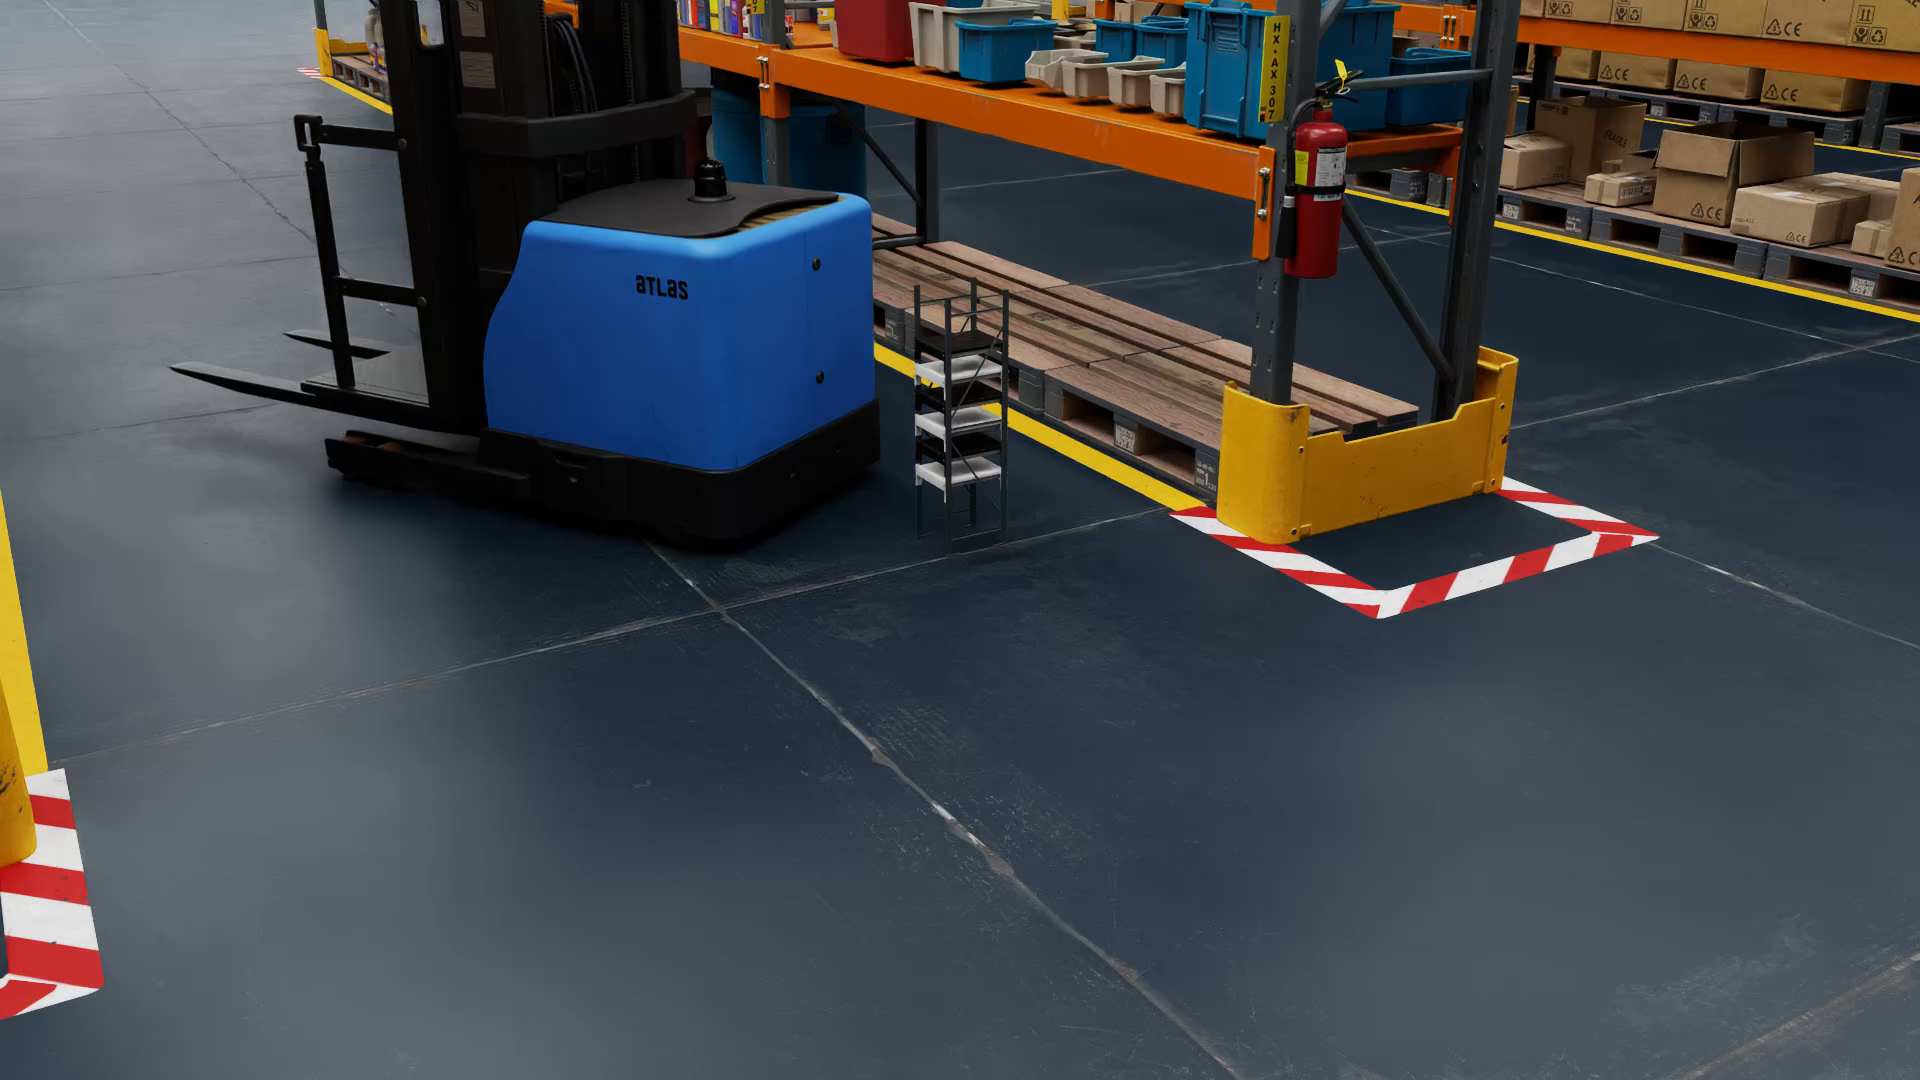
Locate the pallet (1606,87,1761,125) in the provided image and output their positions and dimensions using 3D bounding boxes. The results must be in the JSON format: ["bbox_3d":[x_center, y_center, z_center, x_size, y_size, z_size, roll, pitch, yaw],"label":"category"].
[{"bbox_3d":[6.855,-4.075,15.557,1.003,0.211,1.213,-13,25,-28],"label":"pallet"}]

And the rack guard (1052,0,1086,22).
[{"bbox_3d":[1.850,-7.438,23.448,1.175,0.500,0.348,-13,25,-28],"label":"rack guard"}]

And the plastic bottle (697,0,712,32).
[{"bbox_3d":[-1.422,-3.102,9.526,0.144,0.351,0.185,-13,25,-28],"label":"plastic bottle"}]

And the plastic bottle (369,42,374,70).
[{"bbox_3d":[-6.048,-5.008,17.189,0.097,0.271,0.097,0,22,0],"label":"plastic bottle"}]

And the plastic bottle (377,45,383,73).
[{"bbox_3d":[-5.873,-4.897,16.916,0.097,0.271,0.097,0,22,0],"label":"plastic bottle"}]

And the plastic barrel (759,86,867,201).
[{"bbox_3d":[-0.840,-2.233,9.550,0.600,0.901,0.708,-13,25,-28],"label":"plastic barrel"}]

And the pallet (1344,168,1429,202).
[{"bbox_3d":[3.236,-2.747,12.289,1.003,0.211,1.213,-13,25,-28],"label":"pallet"}]

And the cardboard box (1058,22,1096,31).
[{"bbox_3d":[1.092,-4.818,16.030,0.500,0.311,0.500,-13,26,-30],"label":"cardboard box"}]

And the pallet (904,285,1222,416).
[{"bbox_3d":[0.460,-0.913,7.778,1.003,0.211,1.213,-13,25,-28],"label":"pallet"}]

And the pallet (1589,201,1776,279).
[{"bbox_3d":[4.661,-1.873,10.139,1.003,0.211,1.213,-13,25,-28],"label":"pallet"}]

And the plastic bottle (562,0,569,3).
[{"bbox_3d":[-2.676,-3.866,11.504,0.152,0.276,0.135,-13,25,-28],"label":"plastic bottle"}]

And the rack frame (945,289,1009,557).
[{"bbox_3d":[0.056,-0.381,5.555,0.240,0.900,0.006,-13,25,-28],"label":"rack frame"}]

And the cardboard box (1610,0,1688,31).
[{"bbox_3d":[4.228,-3.284,9.774,0.500,0.500,0.500,-13,25,-29],"label":"cardboard box"}]

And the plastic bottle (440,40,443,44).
[{"bbox_3d":[-5.377,-5.043,17.258,0.061,0.283,0.133,-13,25,-28],"label":"plastic bottle"}]

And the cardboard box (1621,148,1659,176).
[{"bbox_3d":[4.602,-2.368,10.640,0.500,0.311,0.500,-13,25,-28],"label":"cardboard box"}]

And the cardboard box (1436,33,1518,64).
[{"bbox_3d":[5.485,-5.300,17.603,0.700,0.500,0.500,-12,25,-27],"label":"cardboard box"}]

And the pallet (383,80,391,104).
[{"bbox_3d":[-4.970,-4.354,16.243,1.003,0.211,1.213,-13,25,-28],"label":"pallet"}]

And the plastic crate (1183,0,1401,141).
[{"bbox_3d":[1.135,-1.653,5.767,0.616,0.435,0.499,-13,25,-28],"label":"plastic crate"}]

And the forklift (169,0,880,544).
[{"bbox_3d":[-1.851,-1.723,6.158,3.031,2.935,1.130,11,25,26],"label":"forklift"}]

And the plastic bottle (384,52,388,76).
[{"bbox_3d":[-5.718,-4.799,16.675,0.097,0.271,0.097,0,22,0],"label":"plastic bottle"}]

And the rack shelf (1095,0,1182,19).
[{"bbox_3d":[0.619,-5.391,16.047,1.077,0.370,4.000,-13,25,-28],"label":"rack shelf"}]

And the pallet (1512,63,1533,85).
[{"bbox_3d":[5.500,-4.993,17.814,1.003,0.211,1.213,-13,25,-28],"label":"pallet"}]

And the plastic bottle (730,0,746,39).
[{"bbox_3d":[-1.213,-2.908,9.138,0.061,0.283,0.133,-13,25,-28],"label":"plastic bottle"}]

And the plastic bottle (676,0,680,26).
[{"bbox_3d":[-1.651,-3.162,9.870,0.097,0.201,0.097,0,22,0],"label":"plastic bottle"}]

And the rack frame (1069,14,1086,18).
[{"bbox_3d":[1.811,-8.621,23.038,1.000,3.000,0.127,-13,25,-28],"label":"rack frame"}]

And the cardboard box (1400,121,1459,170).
[{"bbox_3d":[3.186,-2.933,11.779,0.500,0.500,0.500,-13,25,-29],"label":"cardboard box"}]

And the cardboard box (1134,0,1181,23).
[{"bbox_3d":[2.710,-6.994,21.770,0.700,0.500,0.500,-14,26,-32],"label":"cardboard box"}]

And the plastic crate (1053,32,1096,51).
[{"bbox_3d":[0.572,-2.231,7.586,0.293,0.136,0.466,-13,25,-28],"label":"plastic crate"}]

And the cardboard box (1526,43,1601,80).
[{"bbox_3d":[6.160,-4.967,16.344,0.750,0.750,0.750,-13,25,-29],"label":"cardboard box"}]

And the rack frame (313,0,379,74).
[{"bbox_3d":[-6.706,-6.715,18.349,1.000,3.000,0.127,-13,25,-28],"label":"rack frame"}]

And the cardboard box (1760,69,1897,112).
[{"bbox_3d":[7.497,-4.120,14.263,0.750,0.750,0.750,-12,25,-28],"label":"cardboard box"}]

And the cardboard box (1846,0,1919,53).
[{"bbox_3d":[4.996,-2.794,8.568,0.500,0.500,0.500,-12,25,-28],"label":"cardboard box"}]

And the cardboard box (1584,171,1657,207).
[{"bbox_3d":[4.163,-2.218,10.463,0.380,0.166,0.250,-13,25,-28],"label":"cardboard box"}]

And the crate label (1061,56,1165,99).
[{"bbox_3d":[0.596,-1.853,6.657,0.396,0.136,0.243,-13,25,-28],"label":"crate label"}]

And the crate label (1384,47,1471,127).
[{"bbox_3d":[1.624,-1.629,5.979,0.416,0.233,0.303,-13,25,-28],"label":"crate label"}]

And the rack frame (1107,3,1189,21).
[{"bbox_3d":[1.641,-5.077,14.319,1.000,3.000,0.127,-13,25,-28],"label":"rack frame"}]

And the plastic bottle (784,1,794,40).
[{"bbox_3d":[-0.958,-2.834,9.065,0.097,0.201,0.097,0,22,0],"label":"plastic bottle"}]

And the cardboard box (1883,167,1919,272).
[{"bbox_3d":[5.238,-1.662,8.652,0.500,0.500,0.500,-13,25,-28],"label":"cardboard box"}]

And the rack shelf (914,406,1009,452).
[{"bbox_3d":[0.004,-0.383,5.648,0.258,0.077,0.200,-13,25,-28],"label":"rack shelf"}]

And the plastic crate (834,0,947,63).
[{"bbox_3d":[-0.336,-2.551,7.939,0.402,0.464,0.583,-13,25,-28],"label":"plastic crate"}]

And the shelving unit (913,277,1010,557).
[{"bbox_3d":[0.004,-0.414,5.636,0.258,0.900,0.210,-13,25,-28],"label":"shelving unit"}]

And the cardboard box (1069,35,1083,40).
[{"bbox_3d":[1.161,-4.380,14.953,0.500,0.311,0.500,-12,25,-27],"label":"cardboard box"}]

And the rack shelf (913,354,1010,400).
[{"bbox_3d":[0.004,-0.550,5.580,0.258,0.077,0.200,-13,25,-28],"label":"rack shelf"}]

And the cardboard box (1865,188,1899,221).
[{"bbox_3d":[5.438,-1.810,9.348,0.500,0.250,0.500,-13,25,-28],"label":"cardboard box"}]

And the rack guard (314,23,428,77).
[{"bbox_3d":[-6.627,-5.542,18.782,1.175,0.500,0.348,-13,25,-28],"label":"rack guard"}]

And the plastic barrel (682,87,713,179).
[{"bbox_3d":[-1.778,-2.682,11.072,0.600,0.588,0.708,-13,25,-28],"label":"plastic barrel"}]
